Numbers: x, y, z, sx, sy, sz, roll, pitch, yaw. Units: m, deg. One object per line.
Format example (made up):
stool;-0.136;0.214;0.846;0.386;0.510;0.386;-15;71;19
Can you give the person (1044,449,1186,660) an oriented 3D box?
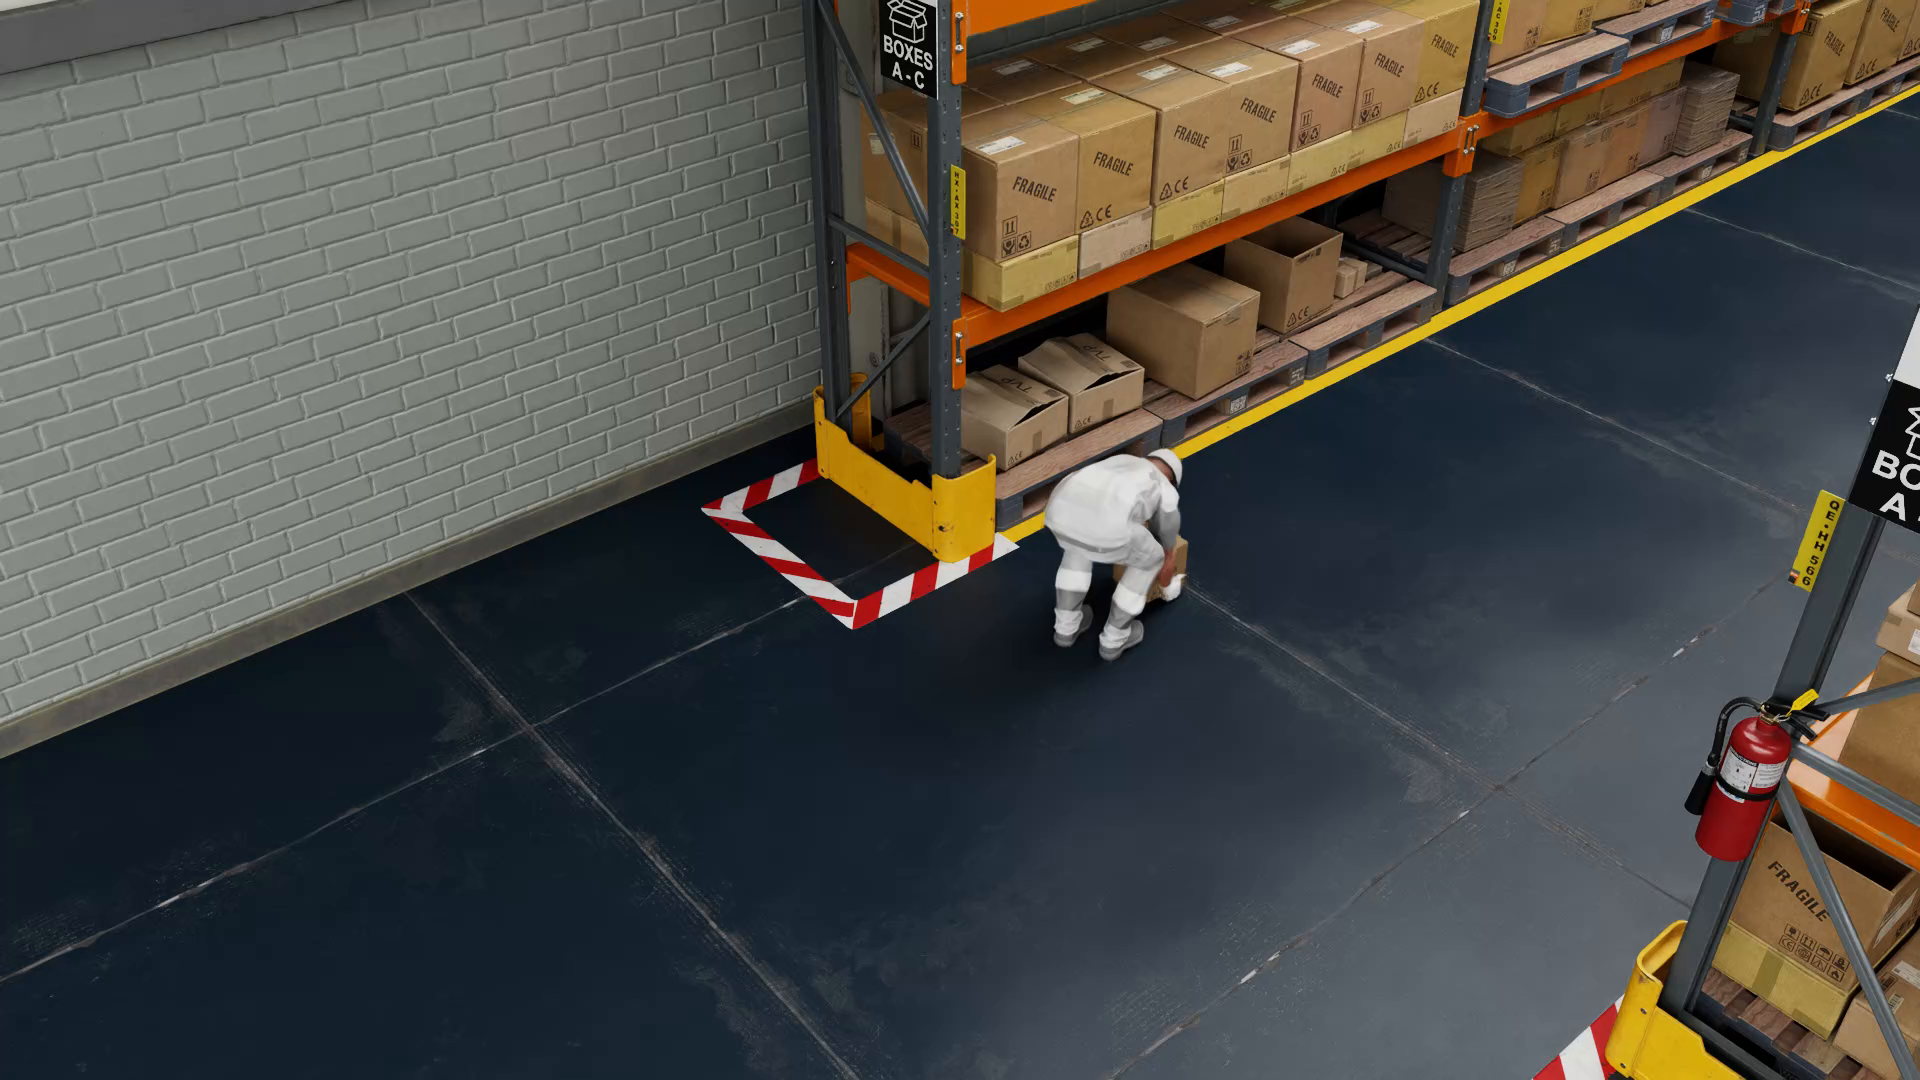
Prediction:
person;0.739;-0.002;7.748;0.526;0.984;0.948;21;41;27
